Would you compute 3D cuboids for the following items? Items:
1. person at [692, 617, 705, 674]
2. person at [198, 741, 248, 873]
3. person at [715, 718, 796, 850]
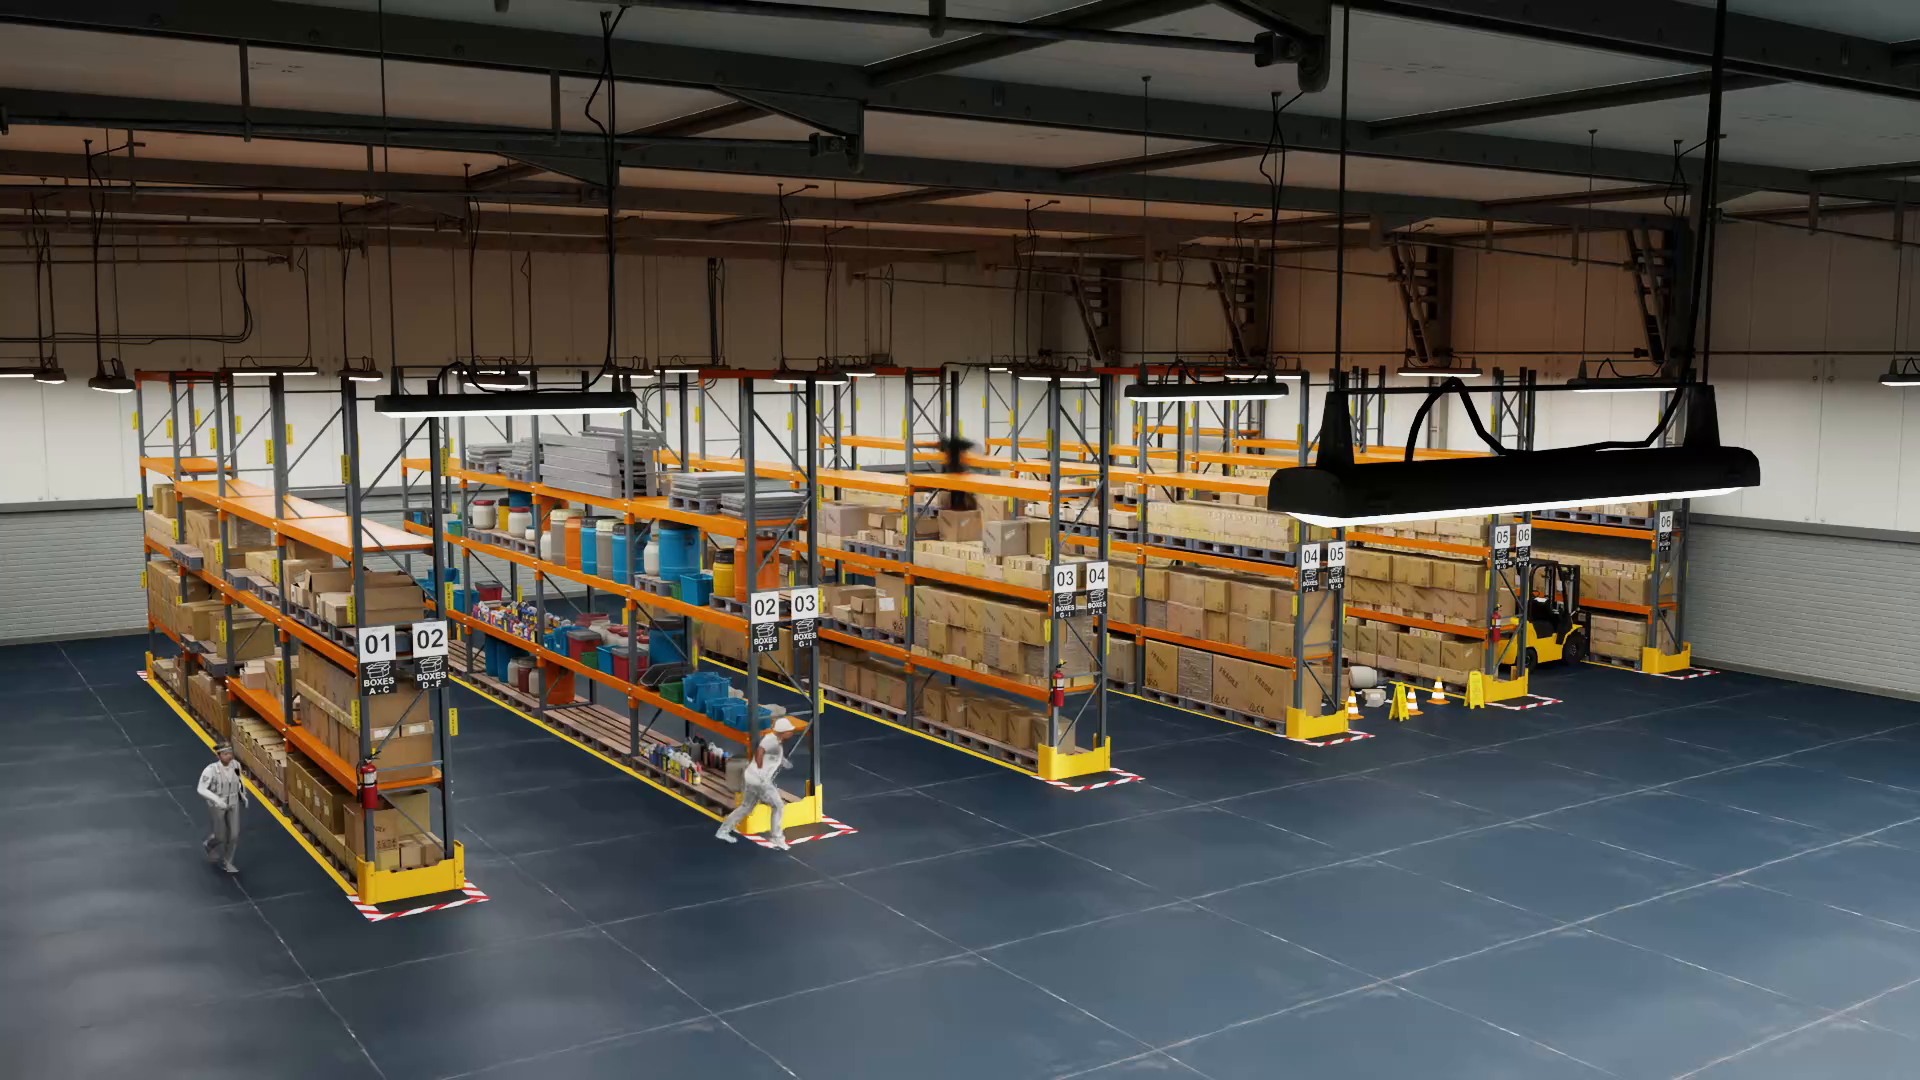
[{"bbox_3d":[-5.240,1.890,32.490,0.776,1.561,0.632,5,8,36],"label":"person"},{"bbox_3d":[-9.043,3.238,20.360,0.718,1.641,0.609,6,9,44],"label":"person"},{"bbox_3d":[-2.599,3.137,21.131,1.036,1.738,0.734,-1,7,-8],"label":"person"}]
